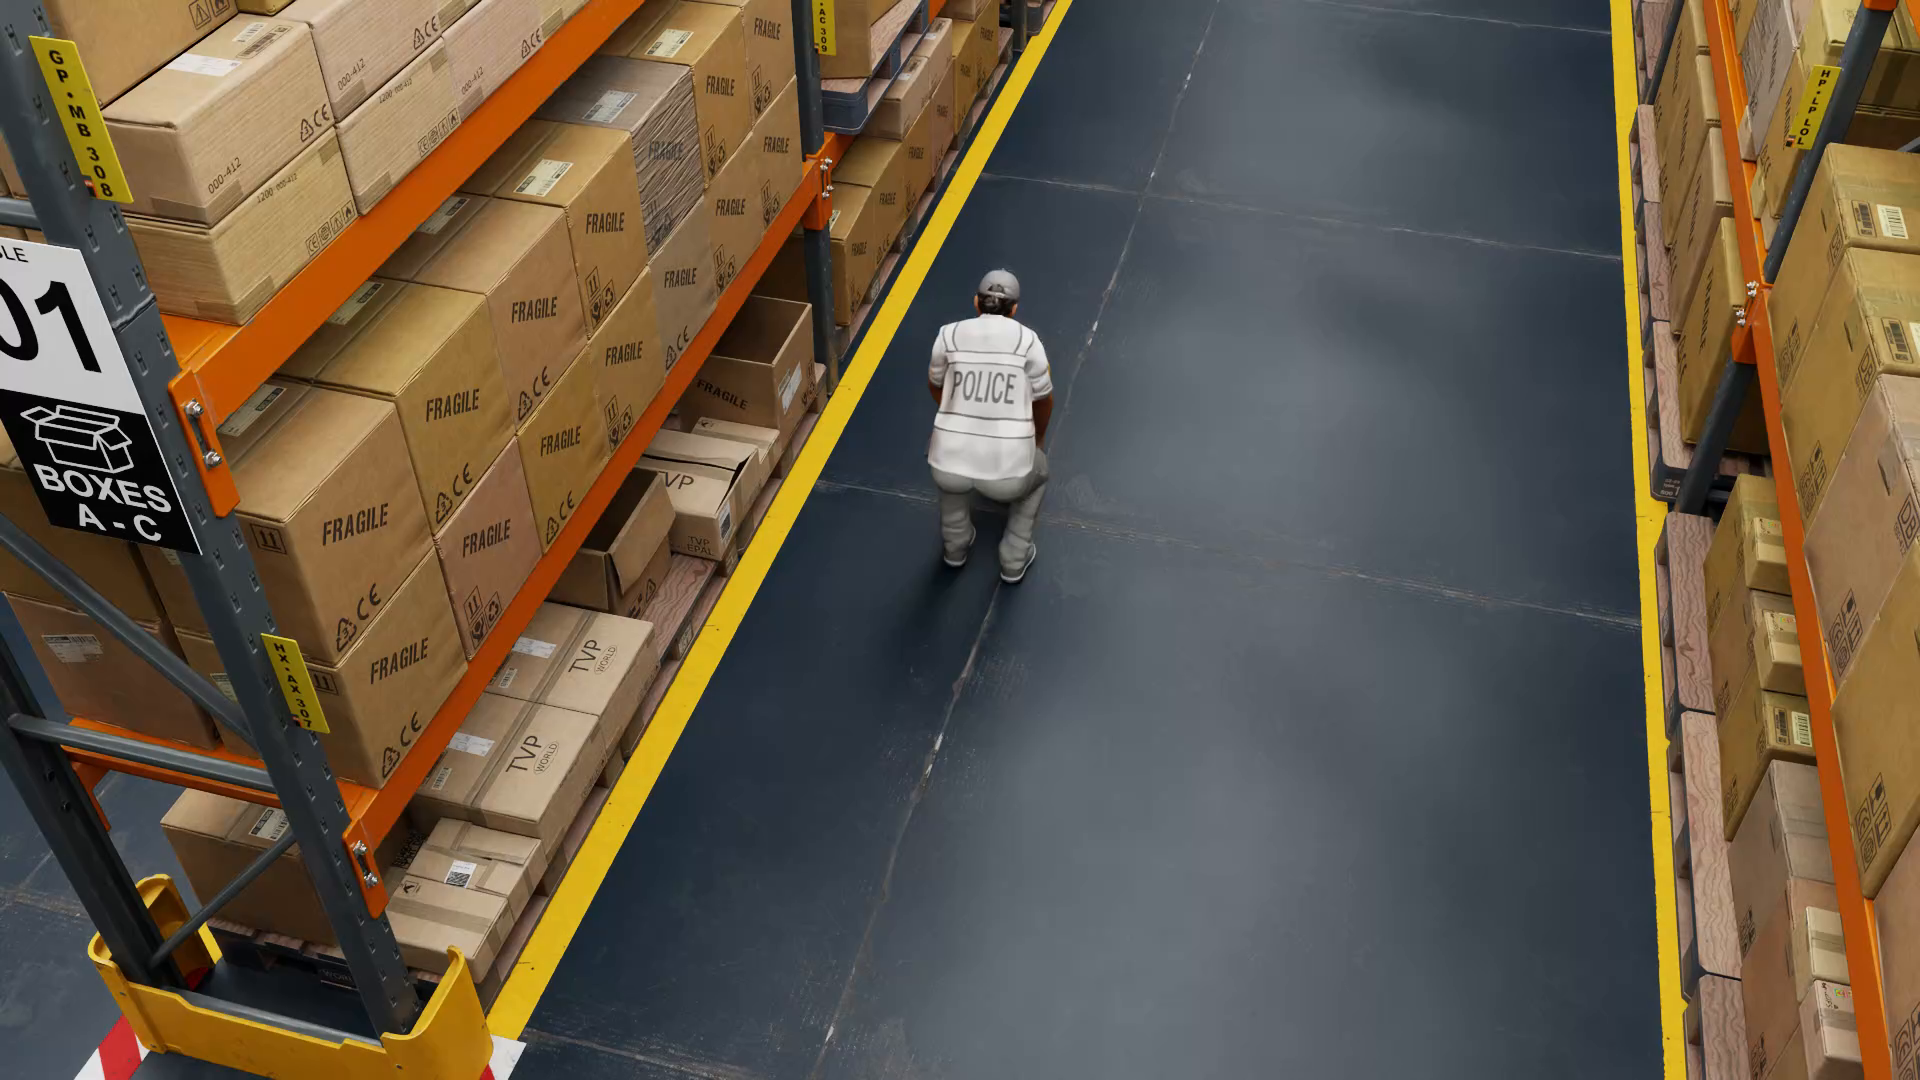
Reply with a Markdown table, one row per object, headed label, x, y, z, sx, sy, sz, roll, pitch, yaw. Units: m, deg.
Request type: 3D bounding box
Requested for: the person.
| label | x | y | z | sx | sy | sz | roll | pitch | yaw |
| --- | --- | --- | --- | --- | --- | --- | --- | --- | --- |
| person | 0.101 | -0.437 | 6.962 | 0.538 | 1.268 | 0.783 | 10 | 42 | 11 |
